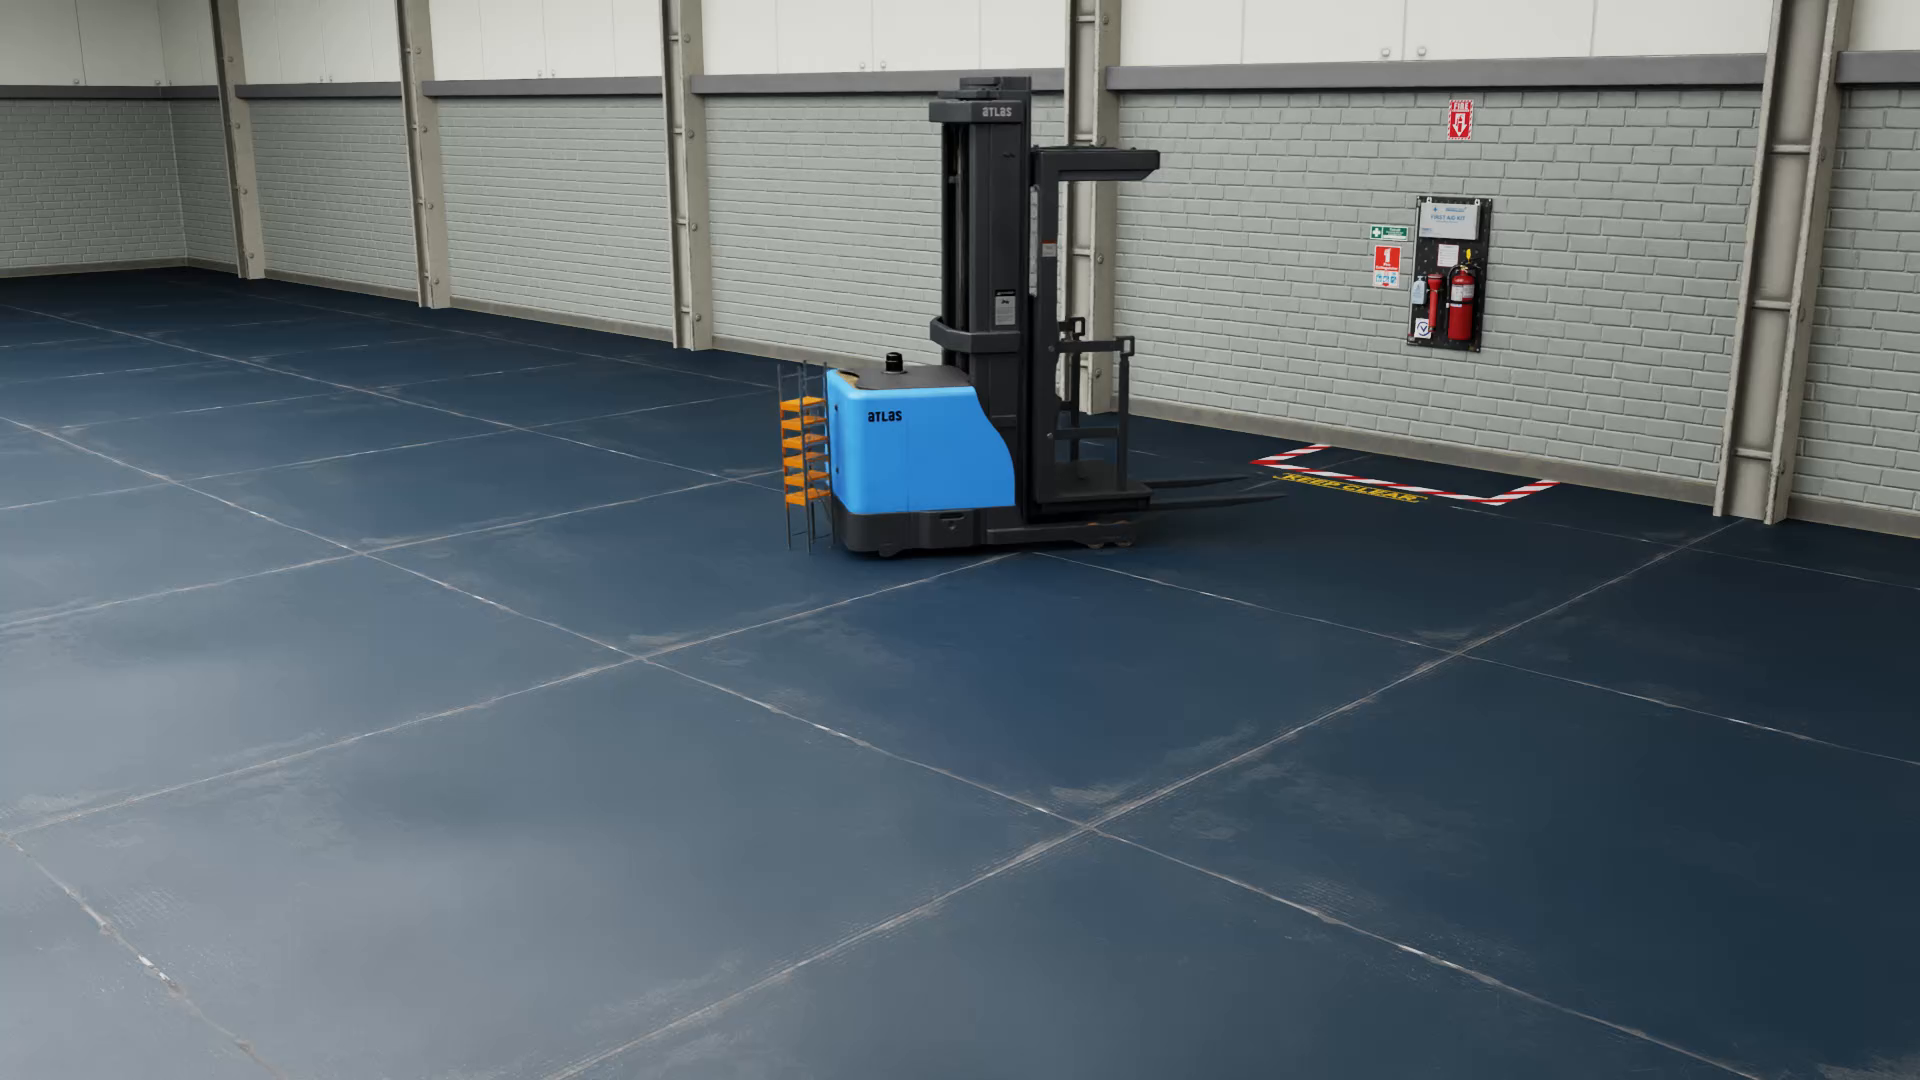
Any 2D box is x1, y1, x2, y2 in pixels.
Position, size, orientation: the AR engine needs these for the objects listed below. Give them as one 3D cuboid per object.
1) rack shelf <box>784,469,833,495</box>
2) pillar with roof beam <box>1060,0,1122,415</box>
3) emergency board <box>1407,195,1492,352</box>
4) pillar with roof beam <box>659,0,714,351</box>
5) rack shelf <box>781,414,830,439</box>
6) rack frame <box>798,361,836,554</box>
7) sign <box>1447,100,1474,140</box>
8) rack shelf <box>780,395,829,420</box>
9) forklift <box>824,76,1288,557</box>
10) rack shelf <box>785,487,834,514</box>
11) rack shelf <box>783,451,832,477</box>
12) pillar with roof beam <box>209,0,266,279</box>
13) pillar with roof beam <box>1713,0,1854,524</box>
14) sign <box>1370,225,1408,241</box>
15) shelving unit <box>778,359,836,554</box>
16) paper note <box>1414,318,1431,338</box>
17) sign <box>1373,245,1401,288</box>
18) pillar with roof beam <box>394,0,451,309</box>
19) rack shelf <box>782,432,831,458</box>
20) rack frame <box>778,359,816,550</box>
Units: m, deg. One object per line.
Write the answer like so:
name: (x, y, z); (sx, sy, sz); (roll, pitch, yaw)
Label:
rack shelf: (-0.966, -0.371, 10.607); (0.180, 0.103, 0.258); (11, 20, 40)
pillar with roof beam: (-1.809, -4.790, 11.470); (0.400, 9.000, 9.100); (14, 20, 42)
emergency board: (3.746, -2.058, 12.882); (0.643, 1.169, 0.194); (14, 20, 42)
pillar with roof beam: (-6.128, -5.840, 15.500); (0.400, 9.000, 9.100); (14, 20, 42)
rack shelf: (-0.977, -0.718, 10.513); (0.180, 0.103, 0.258); (11, 20, 40)
rack frame: (-0.902, -0.516, 10.506); (0.006, 1.200, 0.240); (11, 20, 40)
sign: (3.809, -3.199, 12.664); (0.199, 0.298, 0.001); (14, 20, 42)
rack shelf: (-0.981, -0.834, 10.482); (0.180, 0.103, 0.258); (11, 20, 40)
forklift: (0.661, -1.490, 10.837); (3.031, 2.935, 1.130); (-4, 15, -14)
rack shelf: (-0.963, -0.255, 10.638); (0.180, 0.103, 0.258); (11, 20, 40)
rack shelf: (-0.970, -0.486, 10.576); (0.180, 0.103, 0.258); (11, 20, 40)
pillar with roof beam: (-14.767, -7.941, 23.560); (0.400, 9.000, 9.100); (14, 20, 42)
pillar with roof beam: (2.510, -3.740, 7.440); (0.400, 9.000, 9.100); (14, 20, 42)
sign: (3.416, -2.445, 13.244); (0.331, 0.109, 0.001); (14, 20, 42)
shelving unit: (-0.971, -0.529, 10.564); (0.189, 1.200, 0.258); (11, 20, 40)
paper note: (3.666, -1.675, 13.160); (0.142, 0.148, 0.016); (14, 20, 42)
sign: (3.419, -2.191, 13.320); (0.234, 0.329, 0.001); (14, 20, 42)
pillar with roof beam: (-10.448, -6.890, 19.530); (0.400, 9.000, 9.100); (14, 20, 42)
rack shelf: (-0.974, -0.602, 10.544); (0.180, 0.103, 0.258); (11, 20, 40)
rack frame: (-1.040, -0.543, 10.623); (0.006, 1.200, 0.240); (11, 20, 40)
